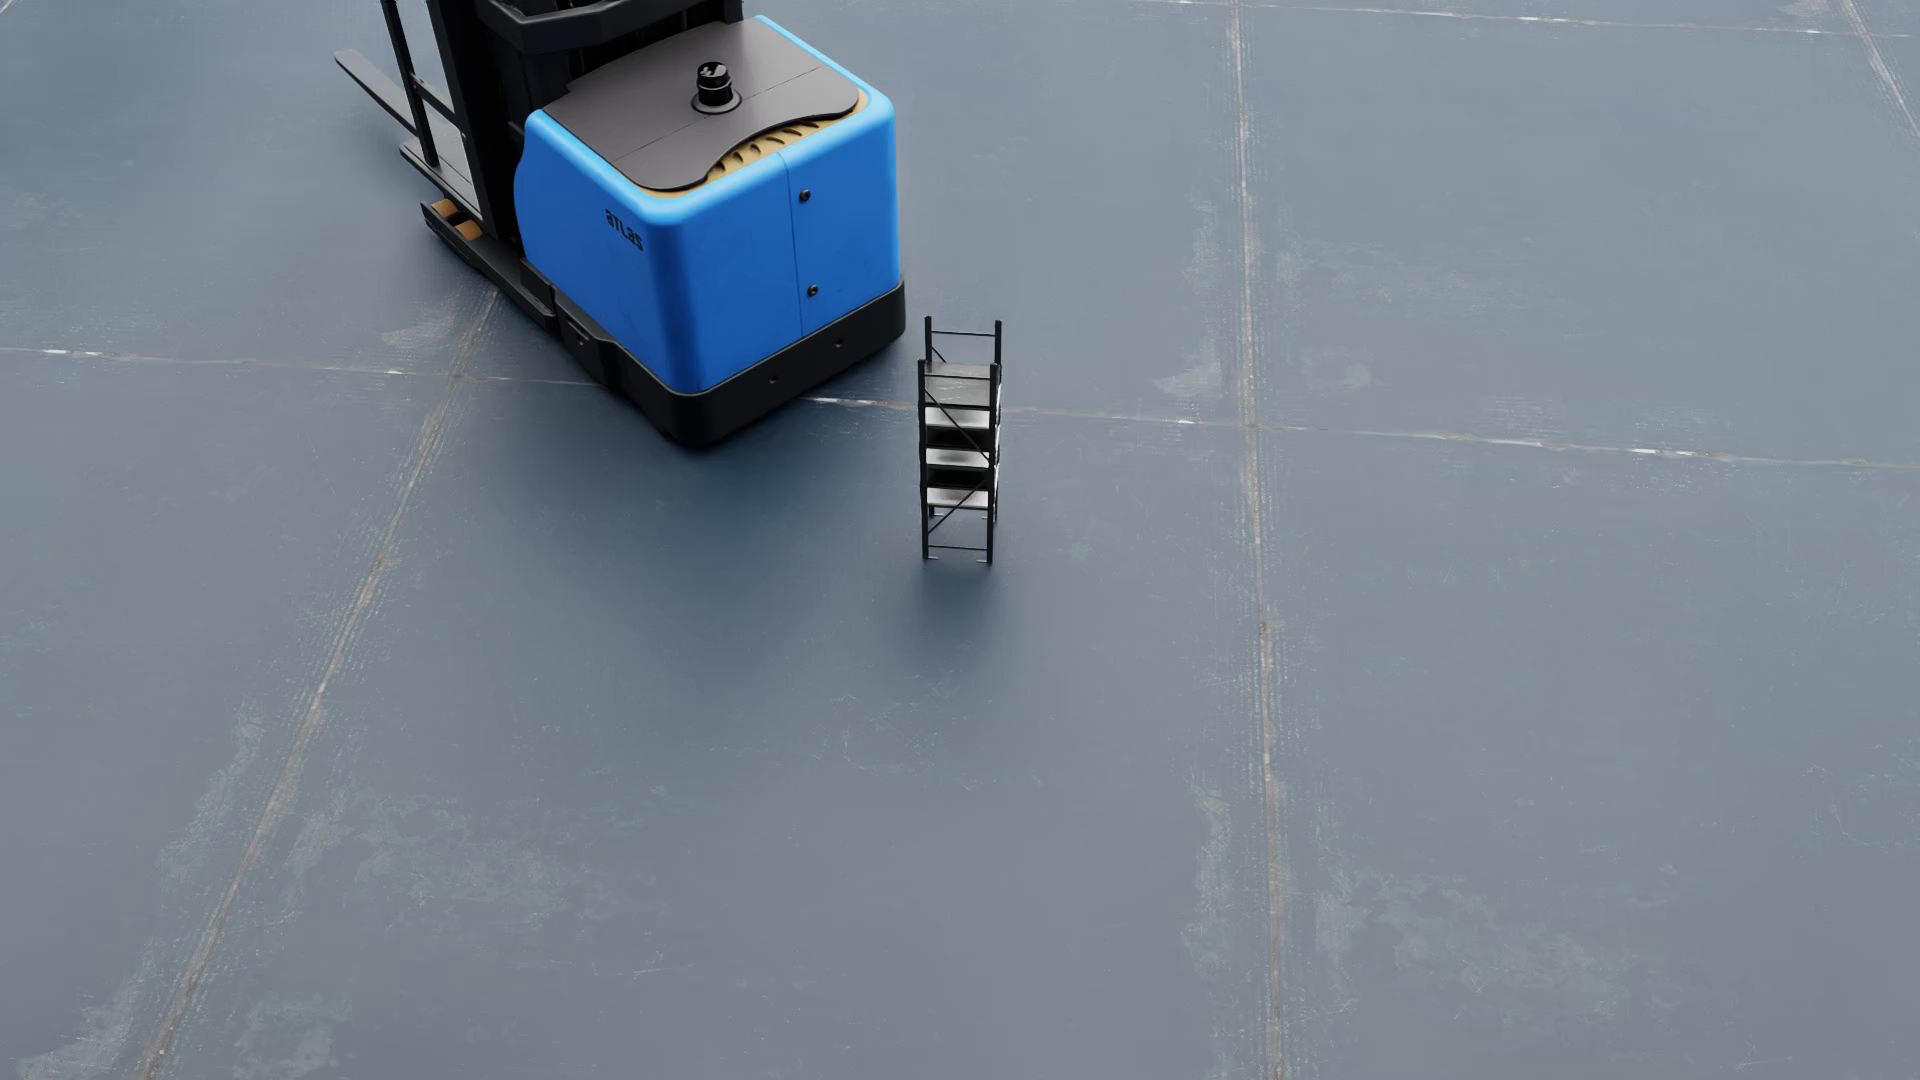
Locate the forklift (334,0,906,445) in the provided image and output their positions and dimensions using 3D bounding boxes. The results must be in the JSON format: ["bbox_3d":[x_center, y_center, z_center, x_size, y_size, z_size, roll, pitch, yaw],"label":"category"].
[{"bbox_3d":[-1.557,-2.343,5.906,1.130,2.935,3.031,-33,55,-26],"label":"forklift"}]

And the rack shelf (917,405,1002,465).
[{"bbox_3d":[0.001,-0.348,5.382,0.258,0.077,0.200,4,48,4],"label":"rack shelf"}]

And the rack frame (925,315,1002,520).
[{"bbox_3d":[0.010,-0.384,5.492,0.240,0.900,0.006,4,48,4],"label":"rack frame"}]

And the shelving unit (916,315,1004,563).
[{"bbox_3d":[0.001,-0.310,5.423,0.258,0.900,0.210,4,48,4],"label":"shelving unit"}]

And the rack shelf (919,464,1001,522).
[{"bbox_3d":[0.001,-0.166,5.581,0.258,0.077,0.200,4,48,4],"label":"rack shelf"}]

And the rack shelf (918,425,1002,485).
[{"bbox_3d":[0.001,-0.287,5.448,0.258,0.077,0.200,4,48,4],"label":"rack shelf"}]

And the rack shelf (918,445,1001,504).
[{"bbox_3d":[0.001,-0.226,5.514,0.258,0.077,0.200,4,48,4],"label":"rack shelf"}]

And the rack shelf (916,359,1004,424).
[{"bbox_3d":[0.001,-0.469,5.249,0.258,0.077,0.200,4,48,4],"label":"rack shelf"}]

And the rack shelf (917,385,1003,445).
[{"bbox_3d":[0.001,-0.409,5.315,0.258,0.077,0.200,4,48,4],"label":"rack shelf"}]

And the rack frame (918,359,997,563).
[{"bbox_3d":[-0.009,-0.235,5.355,0.240,0.900,0.006,4,48,4],"label":"rack frame"}]
